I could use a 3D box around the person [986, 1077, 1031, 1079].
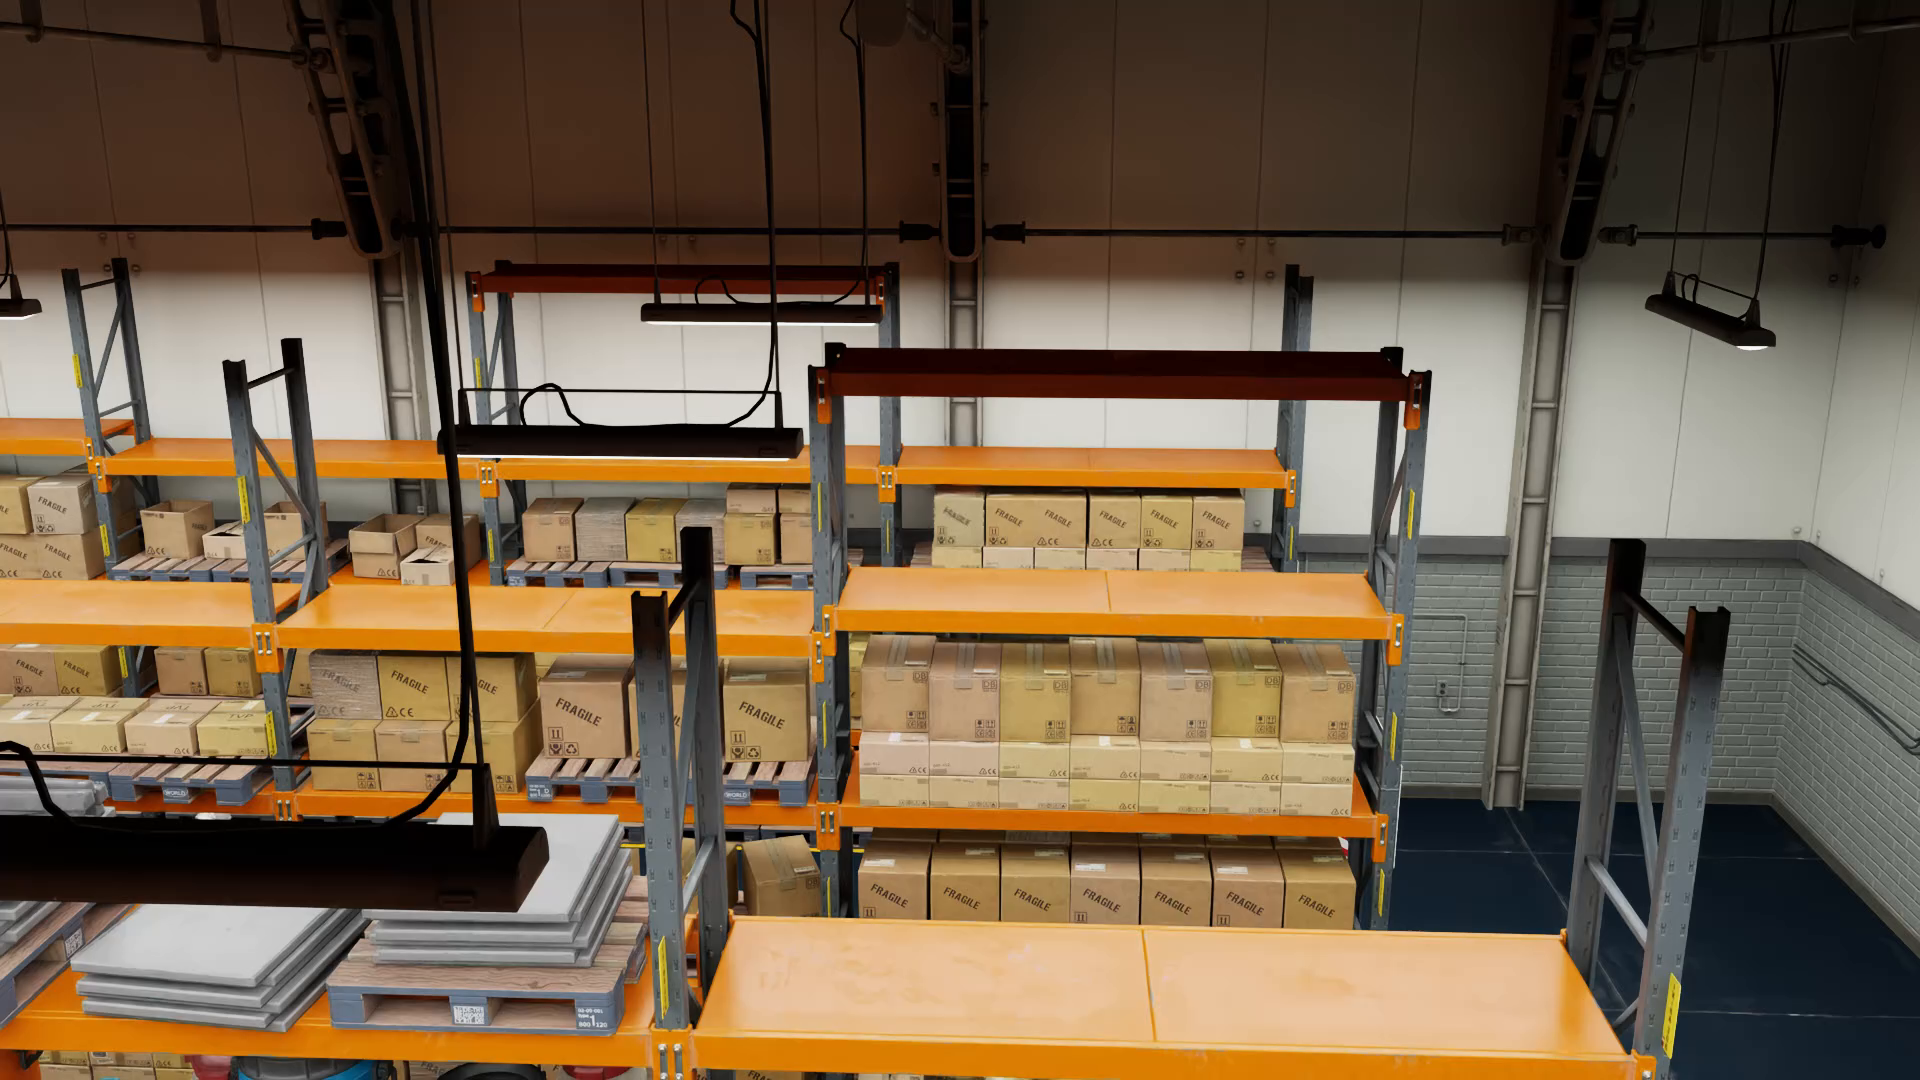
[{"bbox_3d":[0.448,4.117,11.492,0.602,1.651,0.499,4,17,14],"label":"person"}]

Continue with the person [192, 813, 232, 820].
[{"bbox_3d":[-6.971,2.962,15.479,1.031,1.602,0.525,4,17,13],"label":"person"}]
